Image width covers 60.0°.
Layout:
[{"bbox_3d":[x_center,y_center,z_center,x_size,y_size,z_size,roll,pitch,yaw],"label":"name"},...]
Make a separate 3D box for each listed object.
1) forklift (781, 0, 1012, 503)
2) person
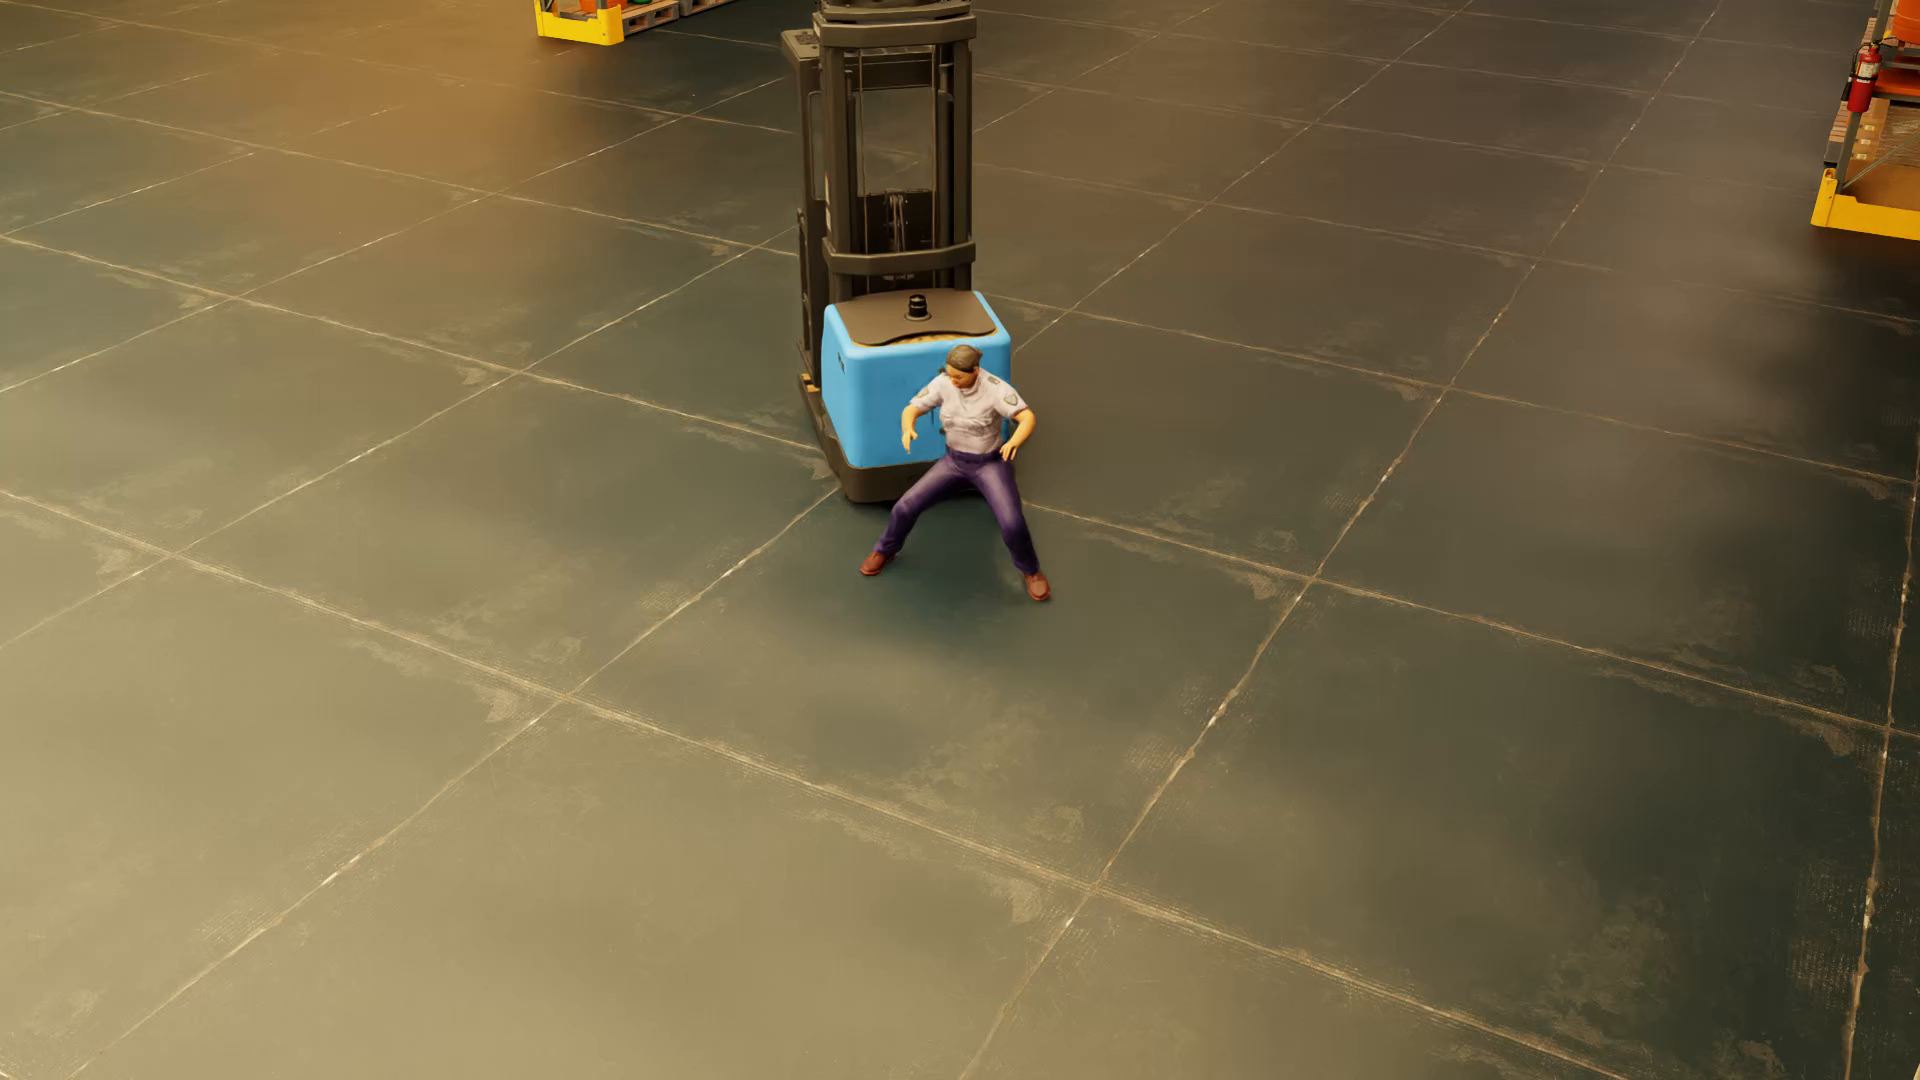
[{"bbox_3d":[-0.522,-2.221,10.919,1.130,2.935,3.031,-7,31,-12],"label":"forklift"},{"bbox_3d":[0.005,-0.394,9.259,1.105,1.426,0.660,18,34,28],"label":"person"}]
